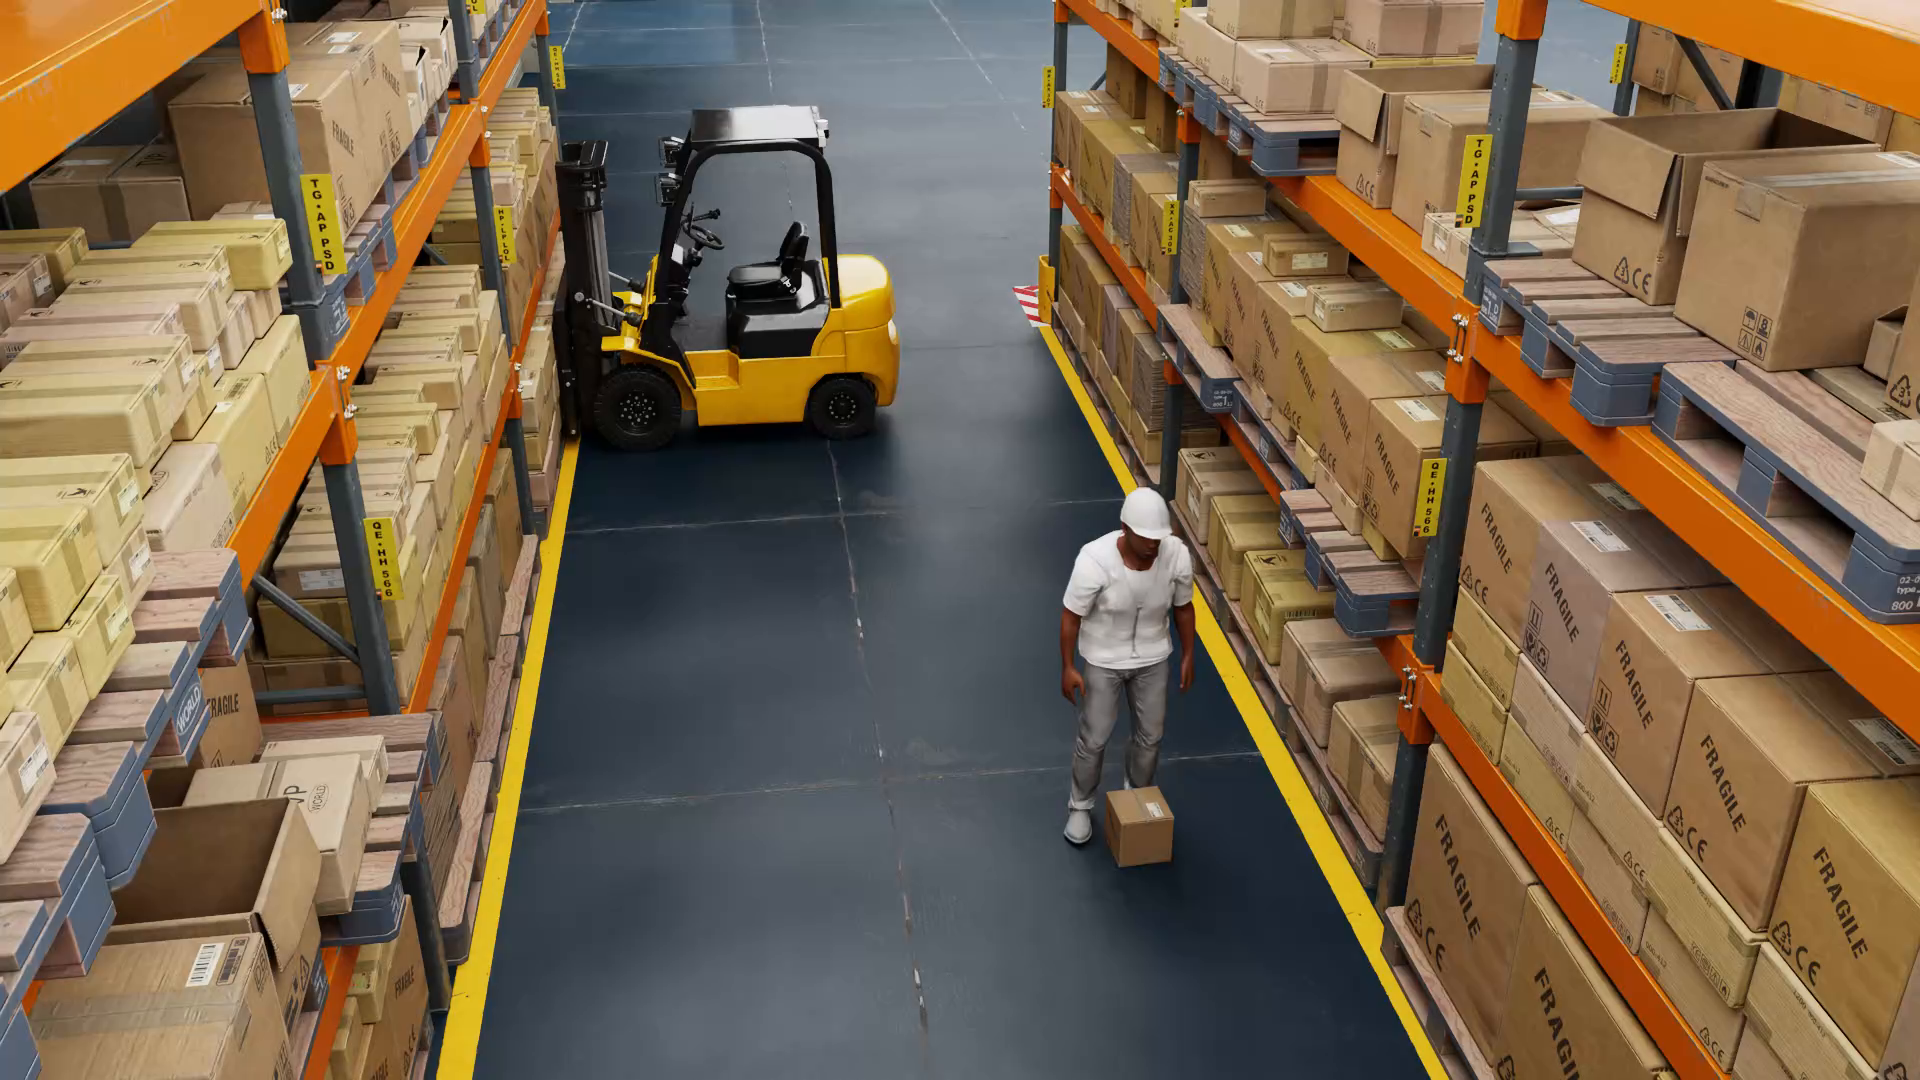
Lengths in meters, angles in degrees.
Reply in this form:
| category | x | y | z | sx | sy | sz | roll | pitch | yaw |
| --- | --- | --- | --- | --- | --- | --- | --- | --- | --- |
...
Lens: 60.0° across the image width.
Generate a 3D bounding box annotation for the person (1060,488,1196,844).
| category | x | y | z | sx | sy | sz | roll | pitch | yaw |
| --- | --- | --- | --- | --- | --- | --- | --- | --- | --- |
| person | 0.760 | 0.553 | 7.516 | 0.638 | 1.757 | 0.458 | -5 | 27 | -10 |
